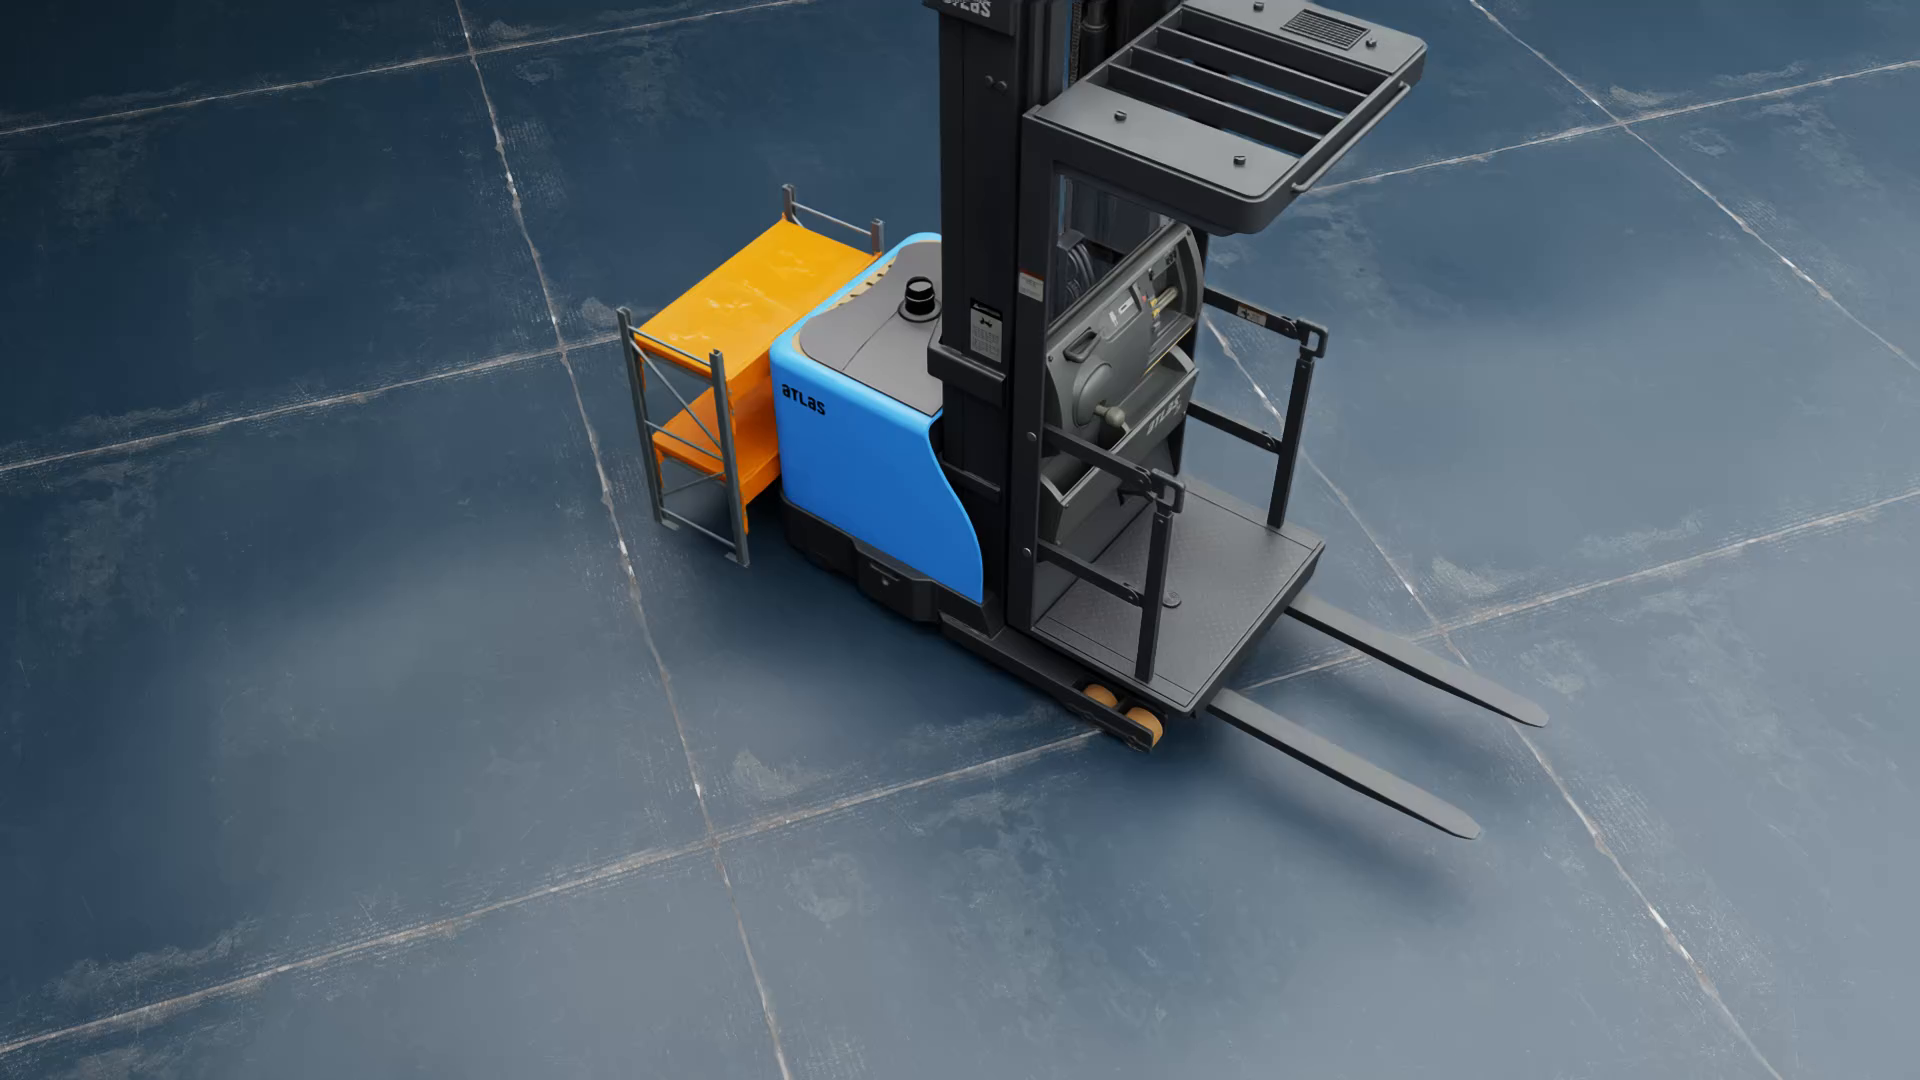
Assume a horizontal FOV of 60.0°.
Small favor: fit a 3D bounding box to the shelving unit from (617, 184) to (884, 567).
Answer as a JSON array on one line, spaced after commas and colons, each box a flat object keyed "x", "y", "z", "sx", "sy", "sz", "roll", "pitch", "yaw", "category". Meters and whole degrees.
[{"x": -0.812, "y": -0.688, "z": 6.951, "sx": 0.538, "sy": 1.125, "sz": 1.048, "roll": 25, "pitch": 50, "yaw": 23, "category": "shelving unit"}]

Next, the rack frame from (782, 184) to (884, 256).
[{"x": -0.528, "y": -0.987, "z": 7.249, "sx": 0.500, "sy": 1.125, "sz": 0.032, "roll": 25, "pitch": 50, "yaw": 23, "category": "rack frame"}]

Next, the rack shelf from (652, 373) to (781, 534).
[{"x": -0.812, "y": -0.516, "z": 7.124, "sx": 0.538, "sy": 0.278, "sz": 1.000, "roll": 25, "pitch": 50, "yaw": 23, "category": "rack shelf"}]

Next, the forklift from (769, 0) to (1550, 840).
[{"x": 0.747, "y": -0.671, "z": 5.659, "sx": 3.031, "sy": 2.935, "sz": 1.130, "roll": 27, "pitch": 51, "yaw": 25, "category": "forklift"}]

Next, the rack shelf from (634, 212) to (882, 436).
[{"x": -0.812, "y": -0.895, "z": 6.744, "sx": 0.538, "sy": 0.278, "sz": 1.000, "roll": 25, "pitch": 50, "yaw": 23, "category": "rack shelf"}]

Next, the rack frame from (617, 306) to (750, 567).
[{"x": -1.096, "y": -0.390, "z": 6.653, "sx": 0.500, "sy": 1.125, "sz": 0.032, "roll": 25, "pitch": 50, "yaw": 23, "category": "rack frame"}]
